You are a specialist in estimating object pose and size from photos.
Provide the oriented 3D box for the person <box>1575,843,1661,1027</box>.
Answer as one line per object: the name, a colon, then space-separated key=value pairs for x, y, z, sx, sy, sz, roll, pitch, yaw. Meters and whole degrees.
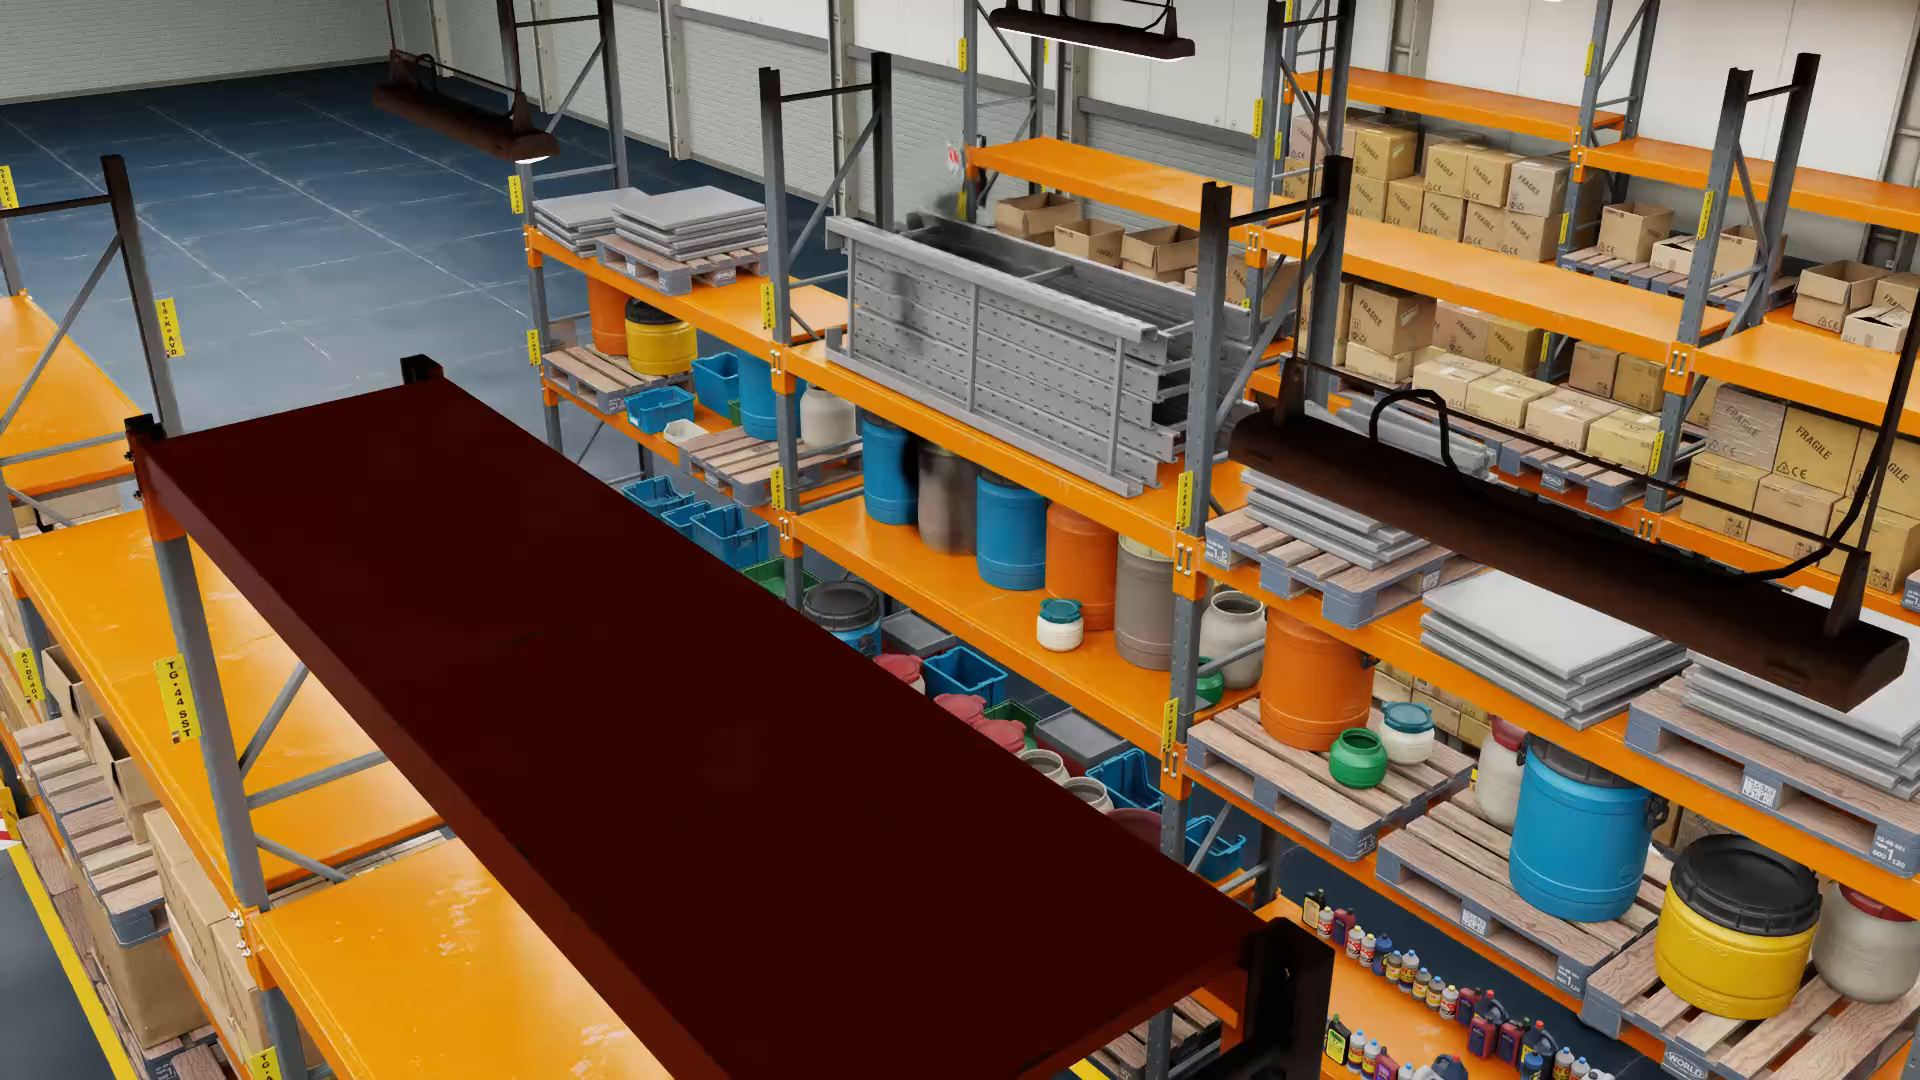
person: x=4.245 y=2.479 z=11.135 sx=0.685 sy=1.770 sz=0.637 roll=17 pitch=31 yaw=32
